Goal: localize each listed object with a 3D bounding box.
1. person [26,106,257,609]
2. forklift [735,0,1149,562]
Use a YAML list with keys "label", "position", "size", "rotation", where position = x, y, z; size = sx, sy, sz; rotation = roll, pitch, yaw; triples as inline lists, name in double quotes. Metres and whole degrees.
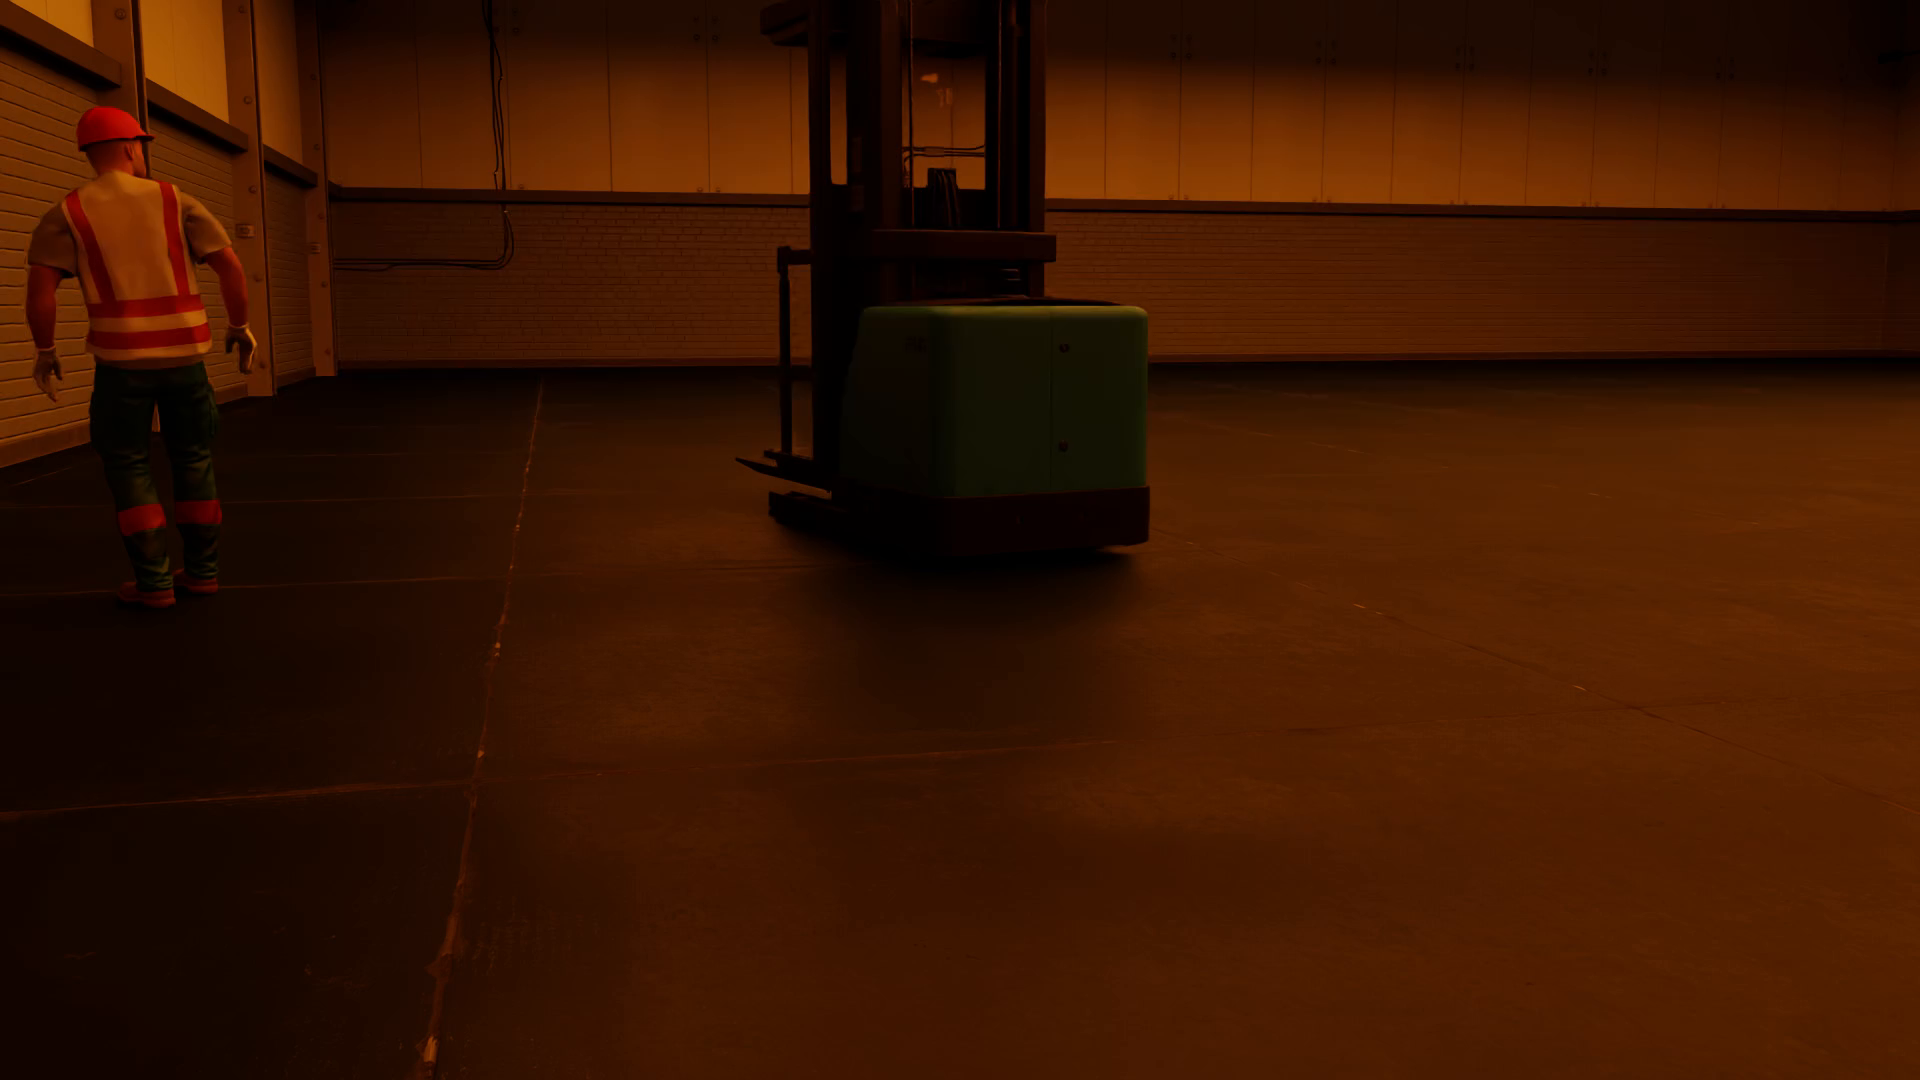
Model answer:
- label: "person"
  position: [-2.968, -0.661, 6.042]
  size: [0.757, 1.772, 0.512]
  rotation: [-6, 10, -38]
- label: "forklift"
  position: [-0.296, -1.528, 8.050]
  size: [1.130, 2.935, 3.031]
  rotation: [-4, 9, -26]
